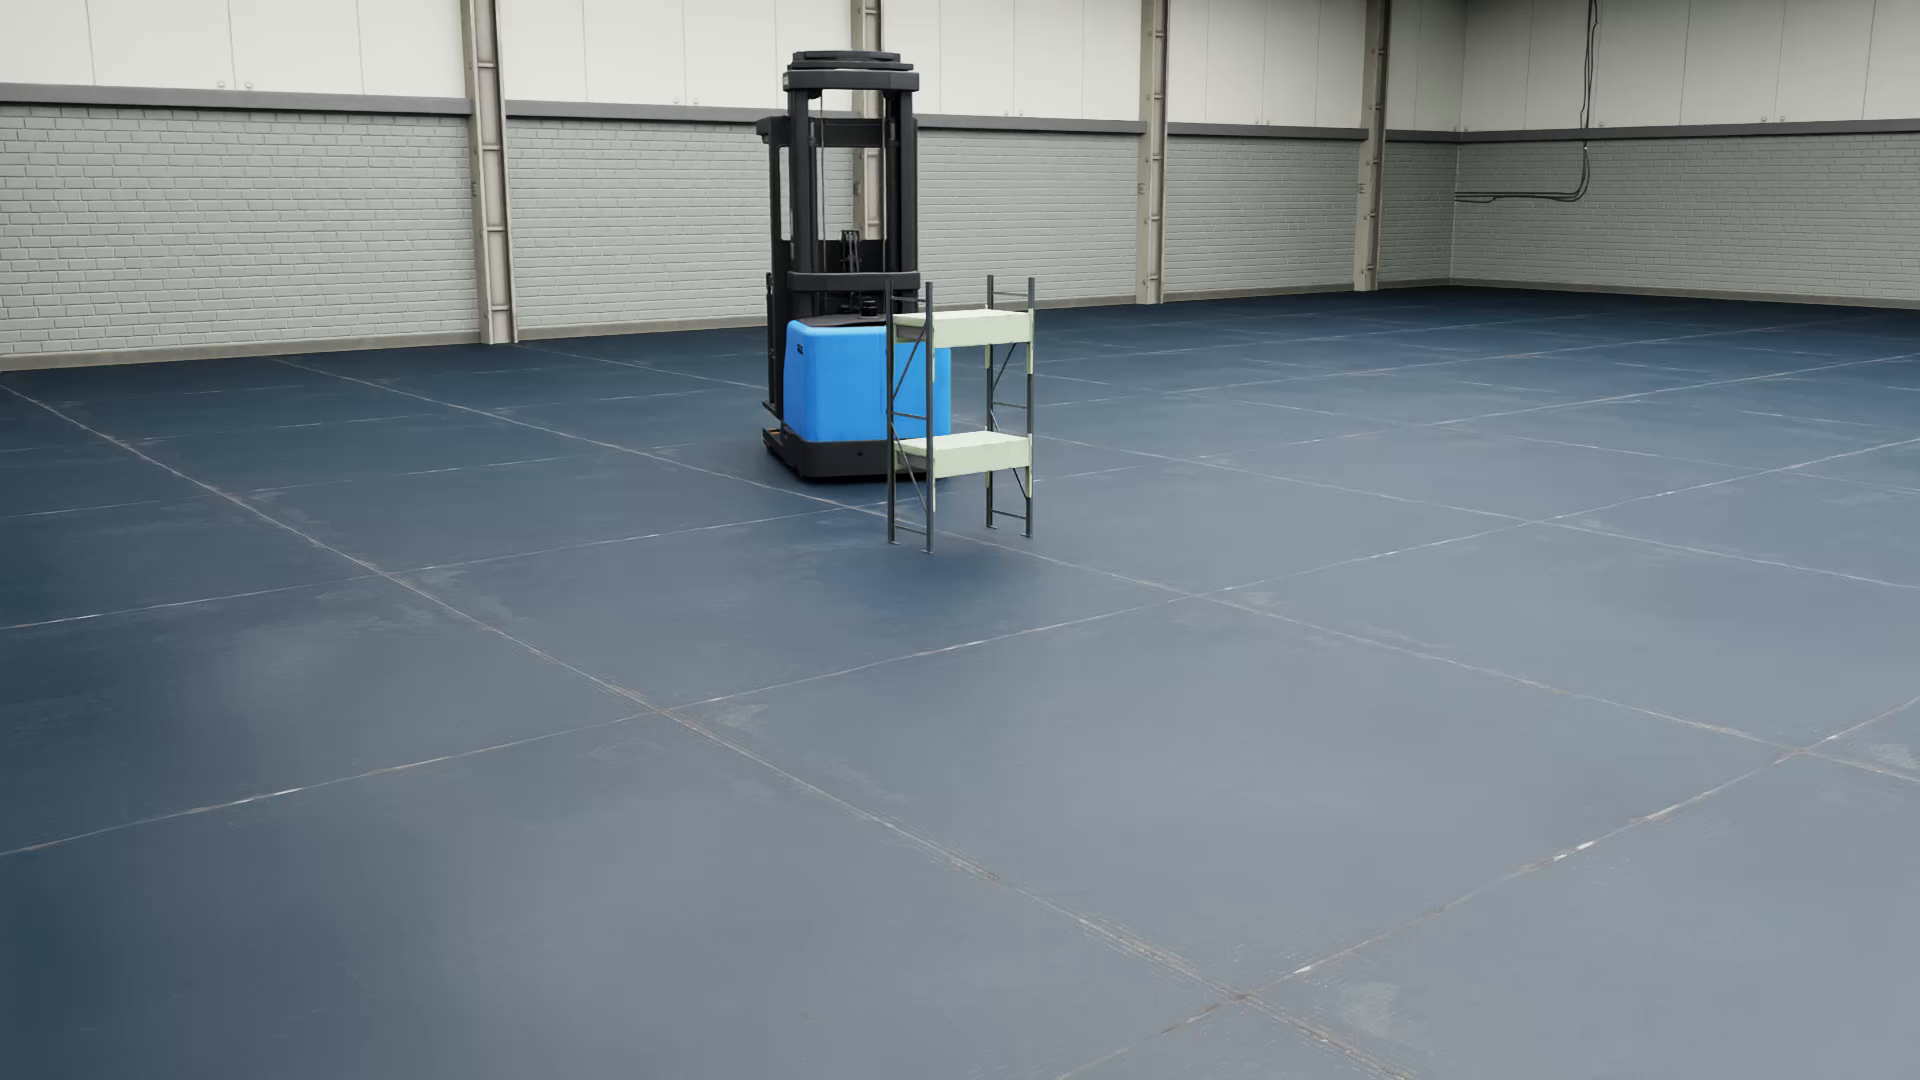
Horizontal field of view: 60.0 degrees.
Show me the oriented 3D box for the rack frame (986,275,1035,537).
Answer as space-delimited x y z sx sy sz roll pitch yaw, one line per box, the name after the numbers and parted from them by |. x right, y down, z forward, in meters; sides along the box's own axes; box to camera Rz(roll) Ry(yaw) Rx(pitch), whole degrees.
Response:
0.291 -0.782 9.701 0.023 1.500 0.400 -9 15 -38 | rack frame

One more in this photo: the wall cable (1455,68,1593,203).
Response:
11.128 -7.981 33.024 0.112 2.526 3.097 -9 15 -38 | wall cable

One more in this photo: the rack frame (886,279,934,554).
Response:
-0.281 -0.687 9.253 0.023 1.500 0.400 -9 15 -38 | rack frame

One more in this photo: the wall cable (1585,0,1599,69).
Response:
12.818 -10.012 30.433 0.112 2.526 3.097 -9 15 -38 | wall cable

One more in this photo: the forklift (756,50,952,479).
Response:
-0.913 -2.117 12.542 1.130 2.935 3.031 -3 12 -14 | forklift

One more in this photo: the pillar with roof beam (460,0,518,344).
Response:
-3.364 -6.298 17.624 0.400 9.000 9.100 -9 15 -38 | pillar with roof beam

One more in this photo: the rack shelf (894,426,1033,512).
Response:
0.005 -0.416 9.545 0.720 0.370 0.431 -9 15 -38 | rack shelf

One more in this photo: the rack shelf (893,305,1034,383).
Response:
0.005 -1.116 9.396 0.720 0.370 0.431 -9 15 -38 | rack shelf

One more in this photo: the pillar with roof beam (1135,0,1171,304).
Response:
6.006 -7.855 24.957 0.400 9.000 9.100 -9 15 -38 | pillar with roof beam

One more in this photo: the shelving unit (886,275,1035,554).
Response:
0.005 -0.735 9.477 0.755 1.500 0.431 -9 15 -38 | shelving unit

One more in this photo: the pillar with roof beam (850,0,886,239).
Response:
1.321 -7.077 21.290 0.400 9.000 9.100 -9 15 -38 | pillar with roof beam

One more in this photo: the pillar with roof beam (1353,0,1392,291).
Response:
10.691 -8.634 28.623 0.400 9.000 9.100 -9 15 -38 | pillar with roof beam
